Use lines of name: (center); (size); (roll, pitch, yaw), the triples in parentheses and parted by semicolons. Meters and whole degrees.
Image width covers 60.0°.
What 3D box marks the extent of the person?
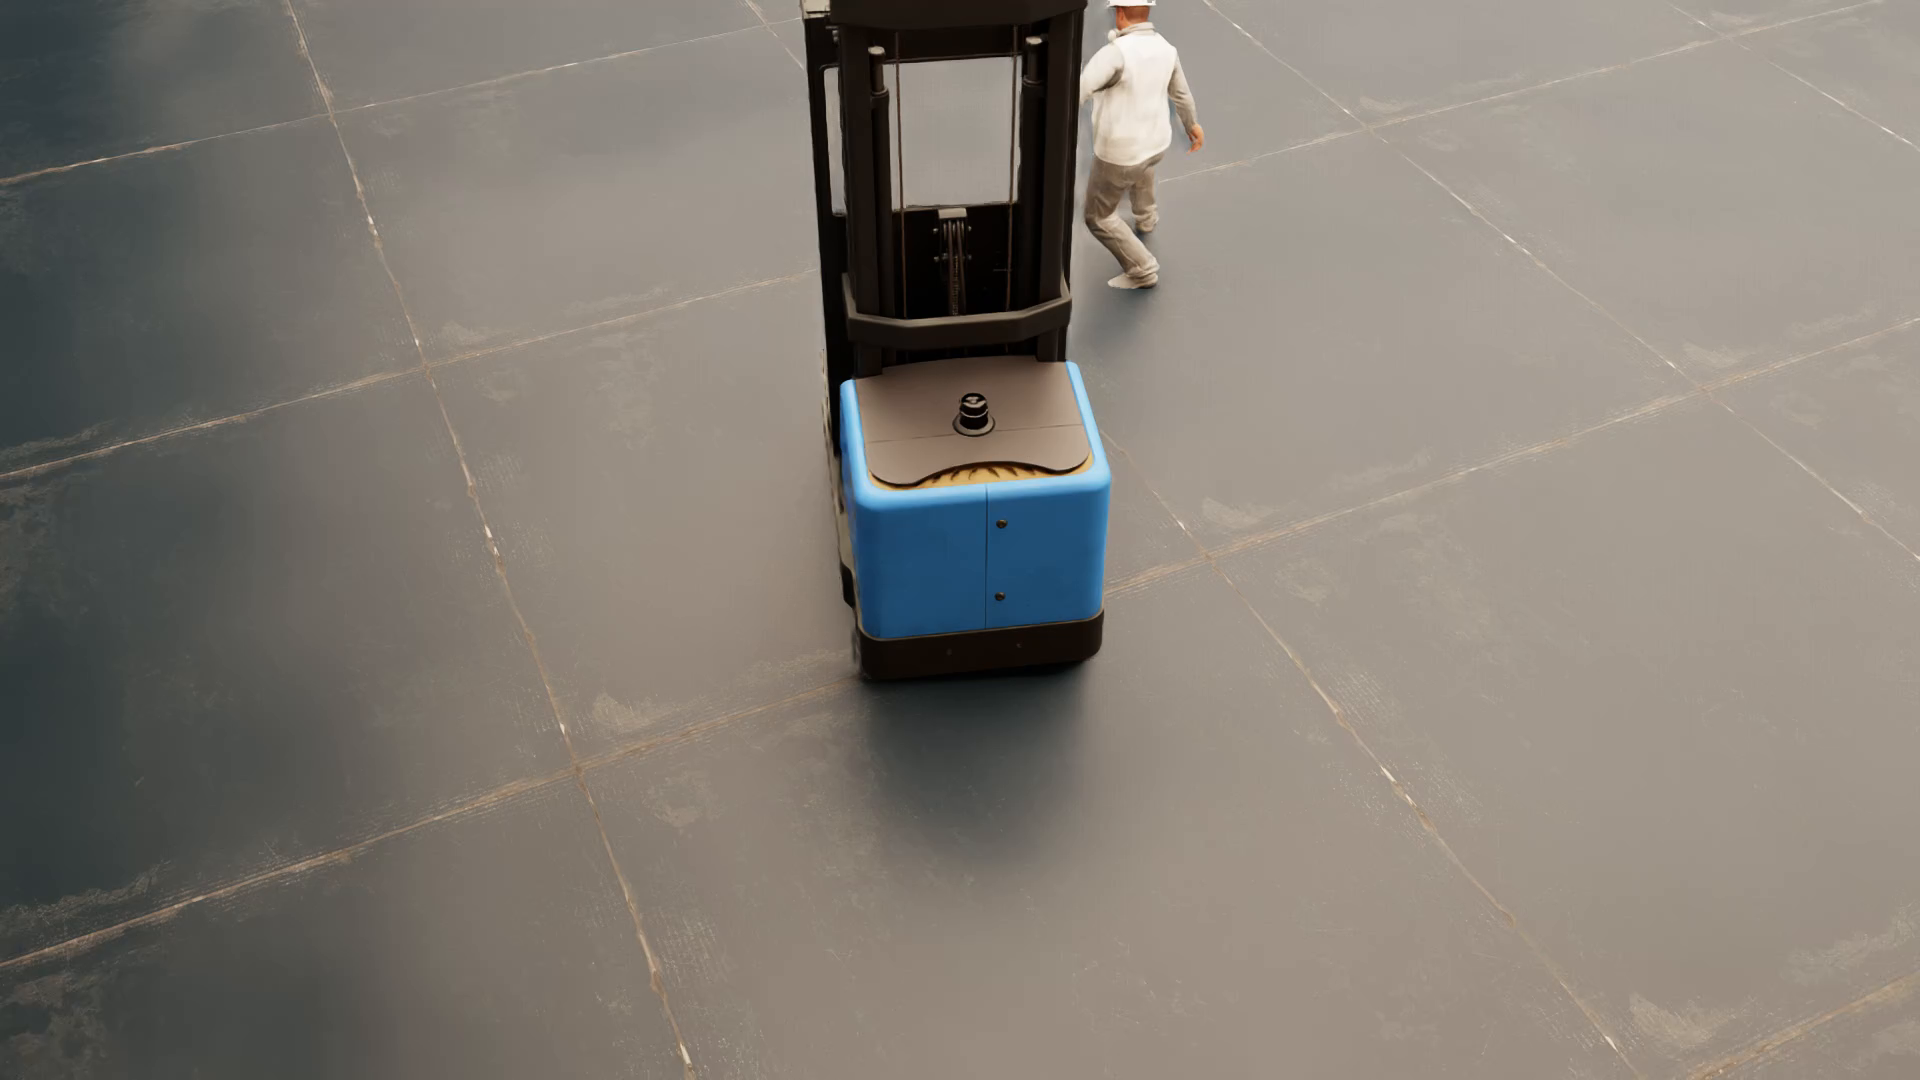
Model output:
person: (0.837, -2.110, 8.918); (1.121, 1.684, 0.573); (-29, 50, -27)

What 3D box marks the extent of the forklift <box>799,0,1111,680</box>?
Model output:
forklift: (-0.097, -1.487, 7.273); (1.130, 2.935, 3.031); (-5, 43, -6)
